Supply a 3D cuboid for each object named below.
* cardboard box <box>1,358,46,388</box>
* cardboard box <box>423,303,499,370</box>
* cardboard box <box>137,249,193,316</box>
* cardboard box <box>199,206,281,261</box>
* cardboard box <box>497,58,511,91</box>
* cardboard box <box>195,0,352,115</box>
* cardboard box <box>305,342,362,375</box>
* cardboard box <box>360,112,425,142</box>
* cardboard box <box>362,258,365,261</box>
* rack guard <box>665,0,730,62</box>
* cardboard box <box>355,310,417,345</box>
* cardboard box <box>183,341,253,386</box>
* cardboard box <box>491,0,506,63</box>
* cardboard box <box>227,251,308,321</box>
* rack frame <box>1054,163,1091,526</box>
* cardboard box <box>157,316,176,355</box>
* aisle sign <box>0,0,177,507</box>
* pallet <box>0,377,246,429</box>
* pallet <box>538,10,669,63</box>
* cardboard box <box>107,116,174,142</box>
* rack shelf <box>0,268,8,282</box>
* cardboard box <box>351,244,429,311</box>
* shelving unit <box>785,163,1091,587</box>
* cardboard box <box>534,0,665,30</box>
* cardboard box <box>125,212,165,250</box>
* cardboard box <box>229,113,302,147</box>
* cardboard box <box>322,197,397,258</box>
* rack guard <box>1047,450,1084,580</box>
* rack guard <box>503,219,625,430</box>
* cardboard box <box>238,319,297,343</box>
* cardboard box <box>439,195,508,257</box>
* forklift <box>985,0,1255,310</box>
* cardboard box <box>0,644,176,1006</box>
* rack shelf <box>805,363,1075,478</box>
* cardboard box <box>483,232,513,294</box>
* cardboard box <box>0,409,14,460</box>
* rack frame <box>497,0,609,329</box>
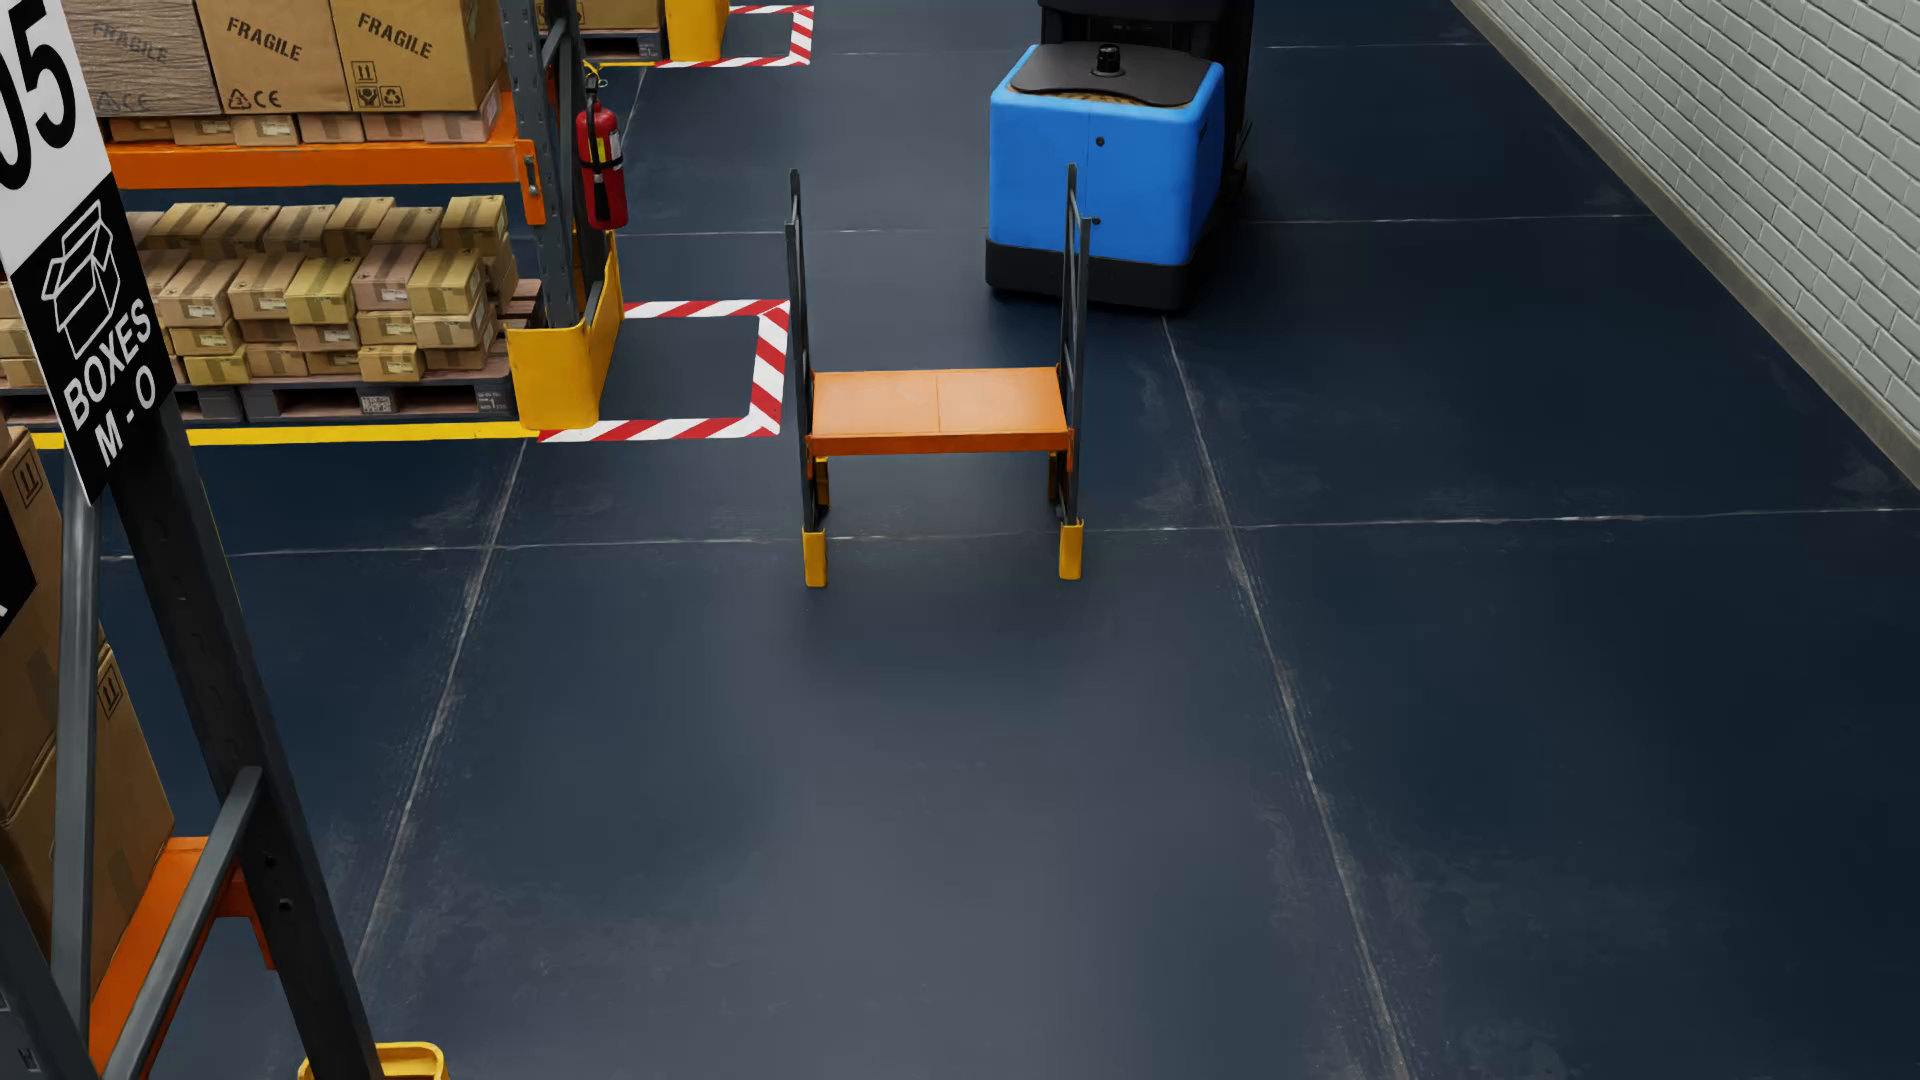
[{"bbox_3d":[-4.084,-0.841,7.465,0.250,0.149,0.380,-2,35,-4],"label":"cardboard box"},{"bbox_3d":[-2.277,-0.931,7.595,0.250,0.149,0.380,-1,35,-1],"label":"cardboard box"},{"bbox_3d":[-3.580,-1.143,7.378,0.250,0.149,0.380,-3,35,-4],"label":"cardboard box"},{"bbox_3d":[-3.349,-1.421,7.781,0.250,0.149,0.380,0,35,0],"label":"cardboard box"},{"bbox_3d":[-2.100,-2.137,7.423,0.250,0.149,0.380,-2,35,-3],"label":"cardboard box"},{"bbox_3d":[-2.713,-2.057,6.737,0.500,0.500,0.500,-2,35,-3],"label":"cardboard box"},{"bbox_3d":[-2.797,-0.908,7.562,0.250,0.149,0.380,-2,35,-2],"label":"cardboard box"},{"bbox_3d":[-2.324,-1.805,6.943,0.250,0.149,0.380,-2,35,-2],"label":"cardboard box"},{"bbox_3d":[-2.813,-1.285,7.846,0.250,0.149,0.380,-1,35,-2],"label":"cardboard box"},{"bbox_3d":[-1.871,-3.858,11.885,0.348,0.500,1.175,-2,35,-2],"label":"rack guard"},{"bbox_3d":[-2.538,-1.033,7.481,0.250,0.149,0.380,-2,35,-3],"label":"cardboard box"},{"bbox_3d":[-3.295,-0.851,7.481,0.250,0.149,0.380,-3,35,-4],"label":"cardboard box"},{"bbox_3d":[-2.223,-2.371,7.191,0.500,0.500,0.500,0,35,0],"label":"cardboard box"},{"bbox_3d":[-3.046,-1.125,7.354,0.250,0.149,0.380,-3,35,-4],"label":"cardboard box"},{"bbox_3d":[0.423,-0.628,6.340,0.032,1.500,0.500,-2,35,-2],"label":"rack frame"},{"bbox_3d":[-3.567,-0.977,7.400,0.250,0.149,0.380,0,35,0],"label":"cardboard box"},{"bbox_3d":[-1.368,-0.488,2.534,0.004,0.787,0.394,-2,35,-2],"label":"aisle sign"},{"bbox_3d":[-3.866,-0.881,7.838,1.213,0.211,1.003,-2,35,-2],"label":"pallet"},{"bbox_3d":[-2.690,-3.672,11.871,1.213,0.211,1.003,-2,35,-2],"label":"pallet"},{"bbox_3d":[-3.364,-1.806,6.944,0.250,0.149,0.380,-3,35,-4],"label":"cardboard box"},{"bbox_3d":[-3.424,-0.136,2.307,4.000,0.370,1.077,-2,35,-2],"label":"rack shelf"},{"bbox_3d":[-2.532,-1.176,7.426,0.250,0.149,0.380,-1,35,-1],"label":"cardboard box"},{"bbox_3d":[-0.076,-0.615,6.320,1.083,1.500,0.587,-2,35,-2],"label":"shelving unit"},{"bbox_3d":[-2.530,-4.121,11.568,0.875,0.875,0.875,-2,35,-2],"label":"cardboard box"},{"bbox_3d":[-3.861,-1.379,7.720,0.250,0.149,0.380,-1,35,-2],"label":"cardboard box"},{"bbox_3d":[-2.827,-1.769,6.892,0.250,0.149,0.380,-1,35,-1],"label":"cardboard box"},{"bbox_3d":[-2.828,-1.477,7.862,0.250,0.149,0.380,-2,35,-2],"label":"cardboard box"},{"bbox_3d":[0.421,-0.114,6.695,0.087,0.250,0.587,-2,35,-2],"label":"rack guard"},{"bbox_3d":[-1.837,-1.033,7.804,0.348,0.500,1.175,-2,35,-2],"label":"rack guard"},{"bbox_3d":[-3.067,-1.046,7.500,0.250,0.149,0.380,-2,35,-3],"label":"cardboard box"},{"bbox_3d":[-2.301,-1.487,7.876,0.250,0.149,0.380,-3,35,-4],"label":"cardboard box"},{"bbox_3d":[1.042,-3.184,8.776,1.130,2.935,3.031,10,36,14],"label":"forklift"},{"bbox_3d":[-1.919,0.557,3.222,0.500,0.500,0.500,-2,35,-3],"label":"cardboard box"},{"bbox_3d":[-0.085,-0.467,6.422,1.000,0.185,0.538,-2,35,-2],"label":"rack shelf"},{"bbox_3d":[-2.297,-1.318,7.893,0.250,0.149,0.380,0,35,0],"label":"cardboard box"},{"bbox_3d":[-1.794,-0.119,2.749,0.250,0.149,0.380,-1,35,-1],"label":"cardboard box"},{"bbox_3d":[-1.761,-2.063,7.095,0.127,3.000,1.000,-2,35,-2],"label":"rack frame"}]
